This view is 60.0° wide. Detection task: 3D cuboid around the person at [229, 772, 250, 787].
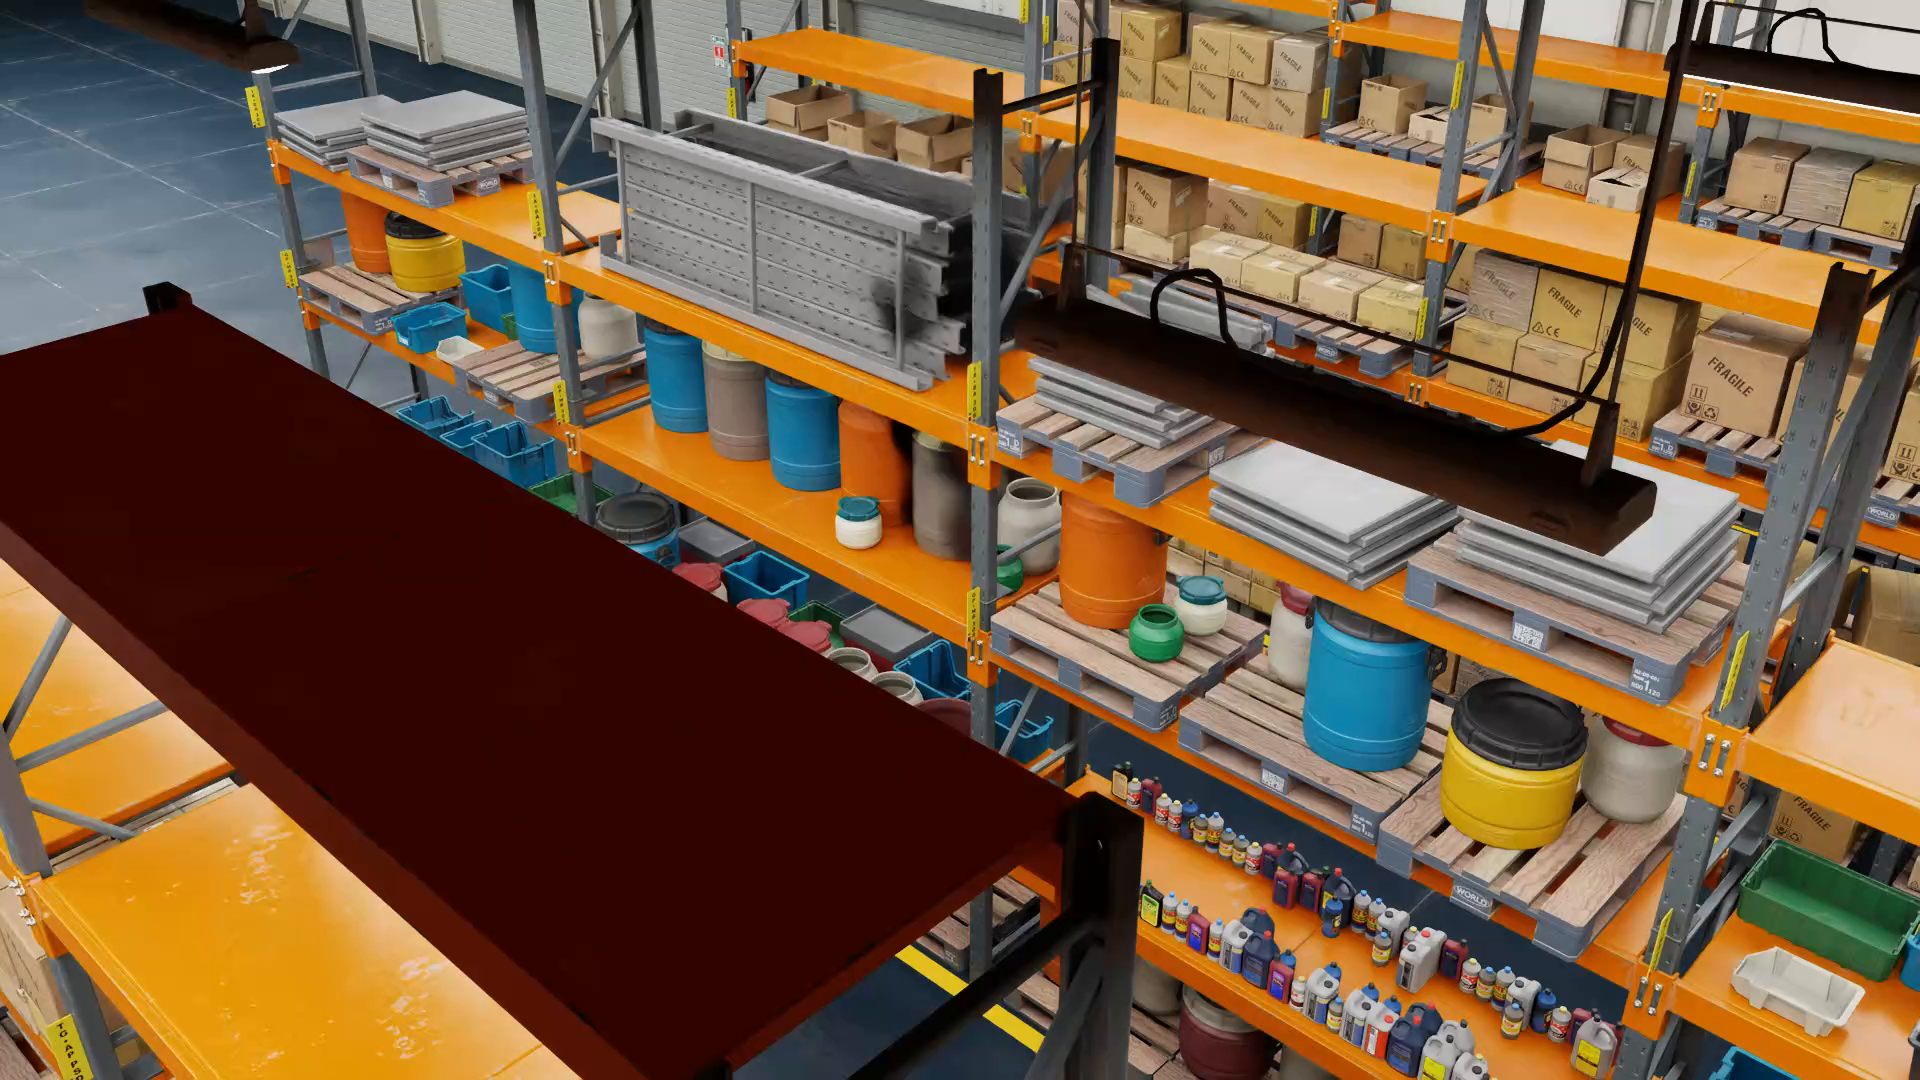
[{"bbox_3d":[-5.056,1.565,11.386,0.897,1.832,0.688,25,38,37],"label":"person"}]
